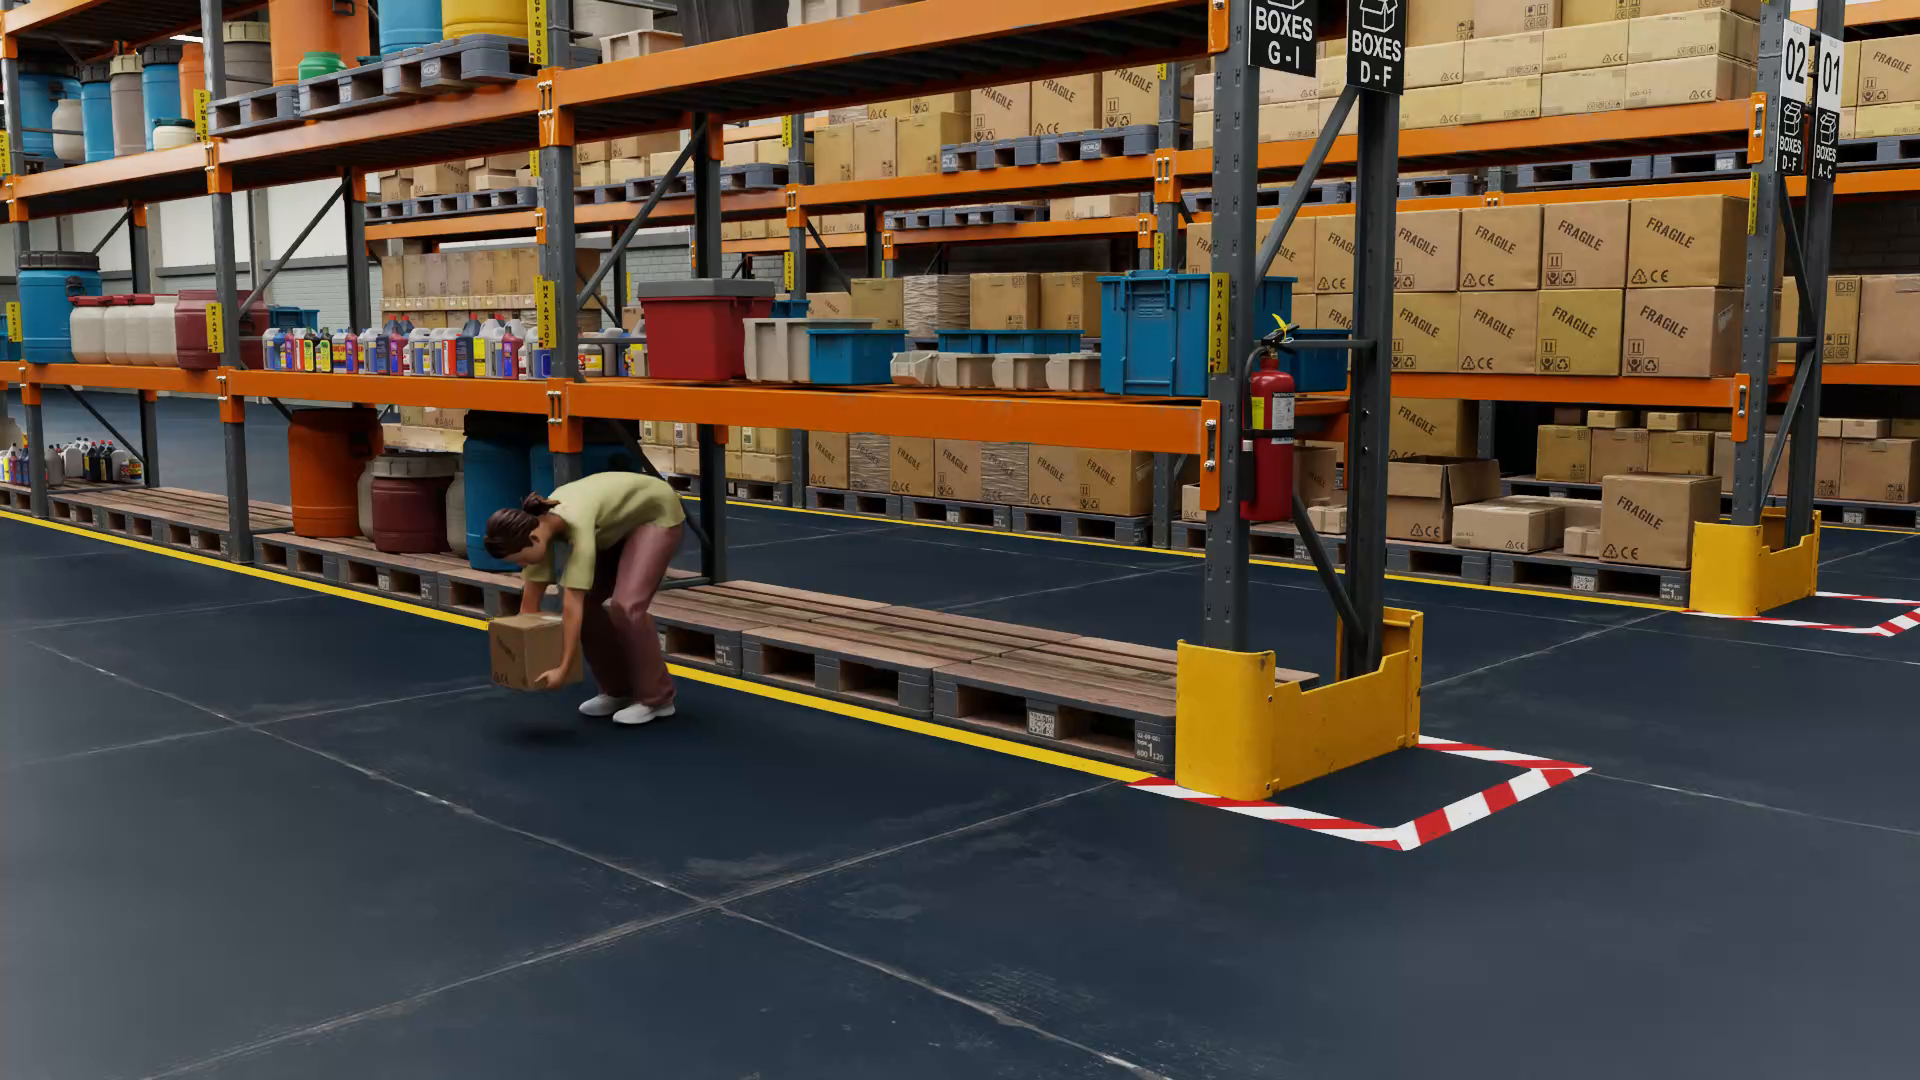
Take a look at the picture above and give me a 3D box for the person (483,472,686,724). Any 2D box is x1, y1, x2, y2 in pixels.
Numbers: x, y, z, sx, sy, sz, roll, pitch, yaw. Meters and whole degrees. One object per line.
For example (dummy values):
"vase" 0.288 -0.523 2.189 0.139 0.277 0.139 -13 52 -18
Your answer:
"person" -1.476 0.267 6.569 0.446 0.947 0.866 6 9 41
